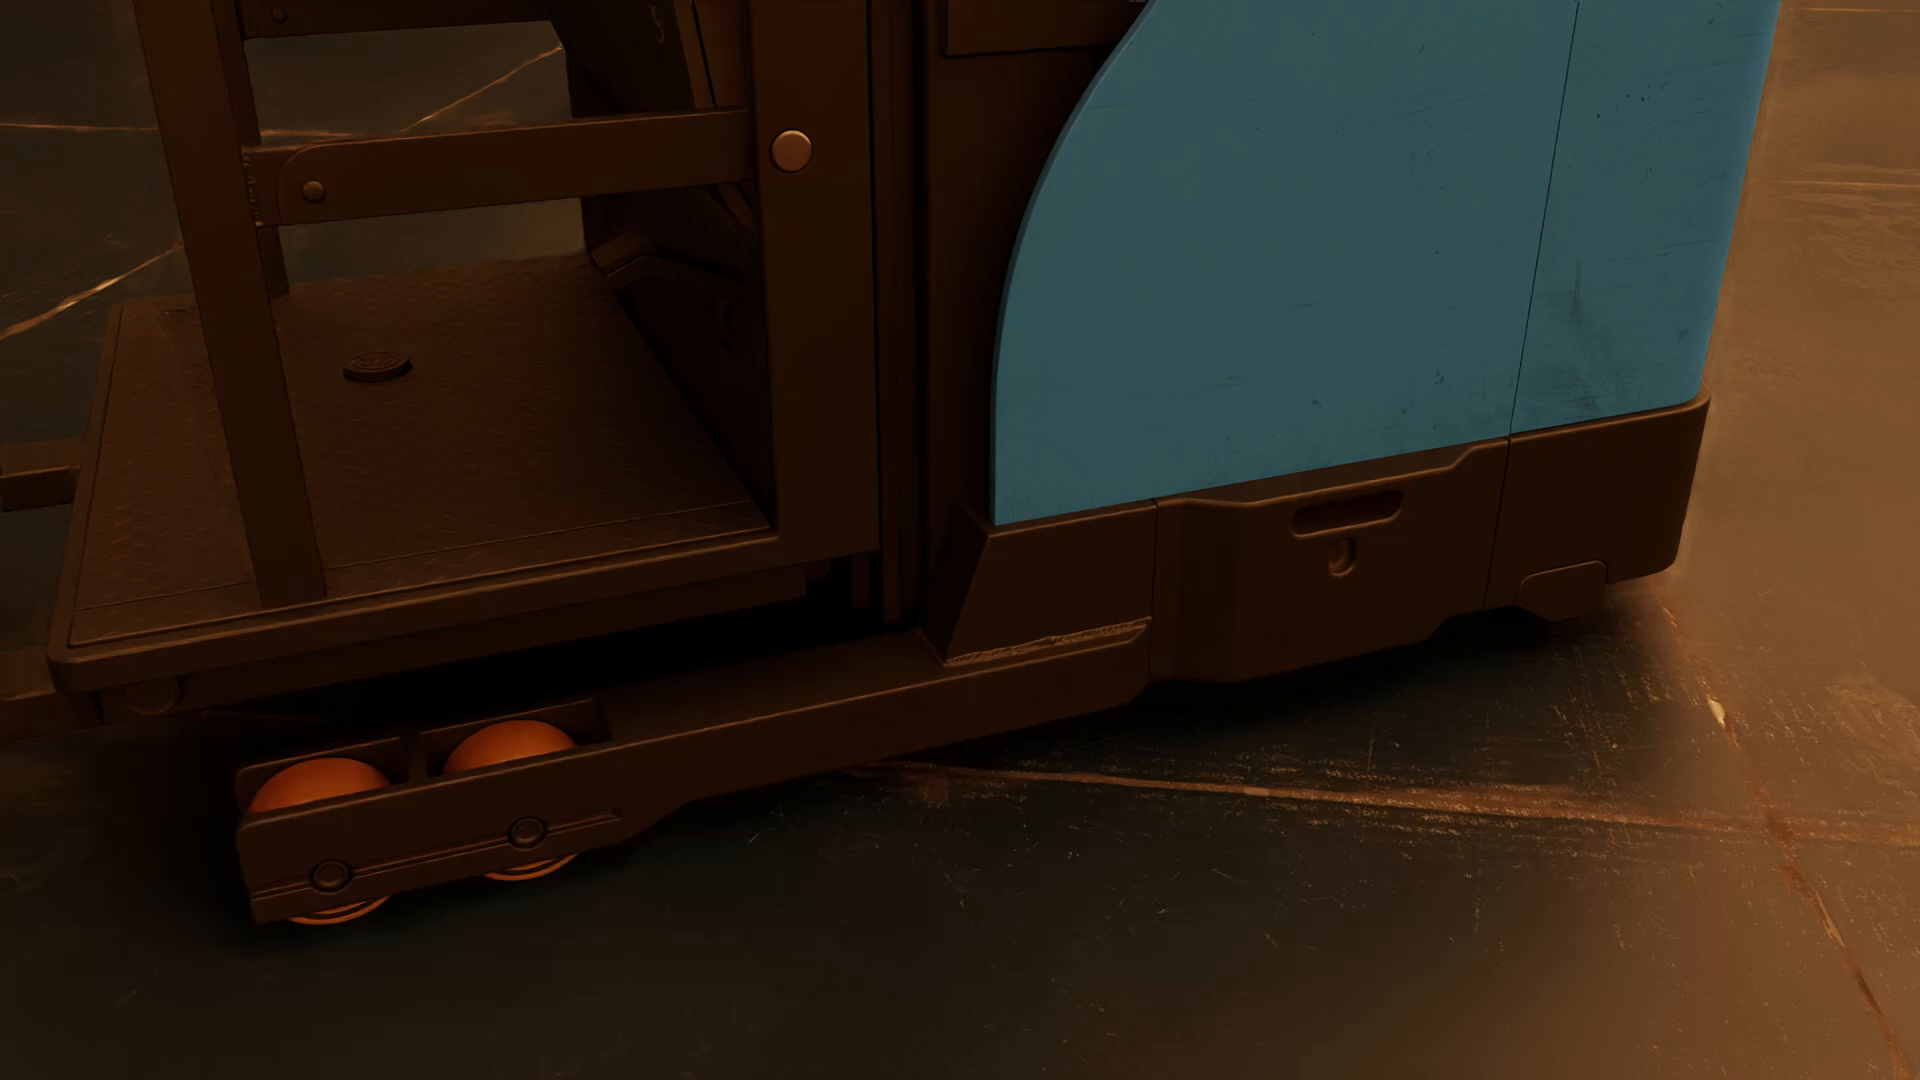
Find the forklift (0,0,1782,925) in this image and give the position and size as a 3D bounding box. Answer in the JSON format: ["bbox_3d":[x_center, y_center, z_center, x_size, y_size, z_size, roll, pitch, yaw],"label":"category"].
[{"bbox_3d":[-0.572,-1.185,1.591,3.031,2.935,1.130,-10,28,-19],"label":"forklift"}]
